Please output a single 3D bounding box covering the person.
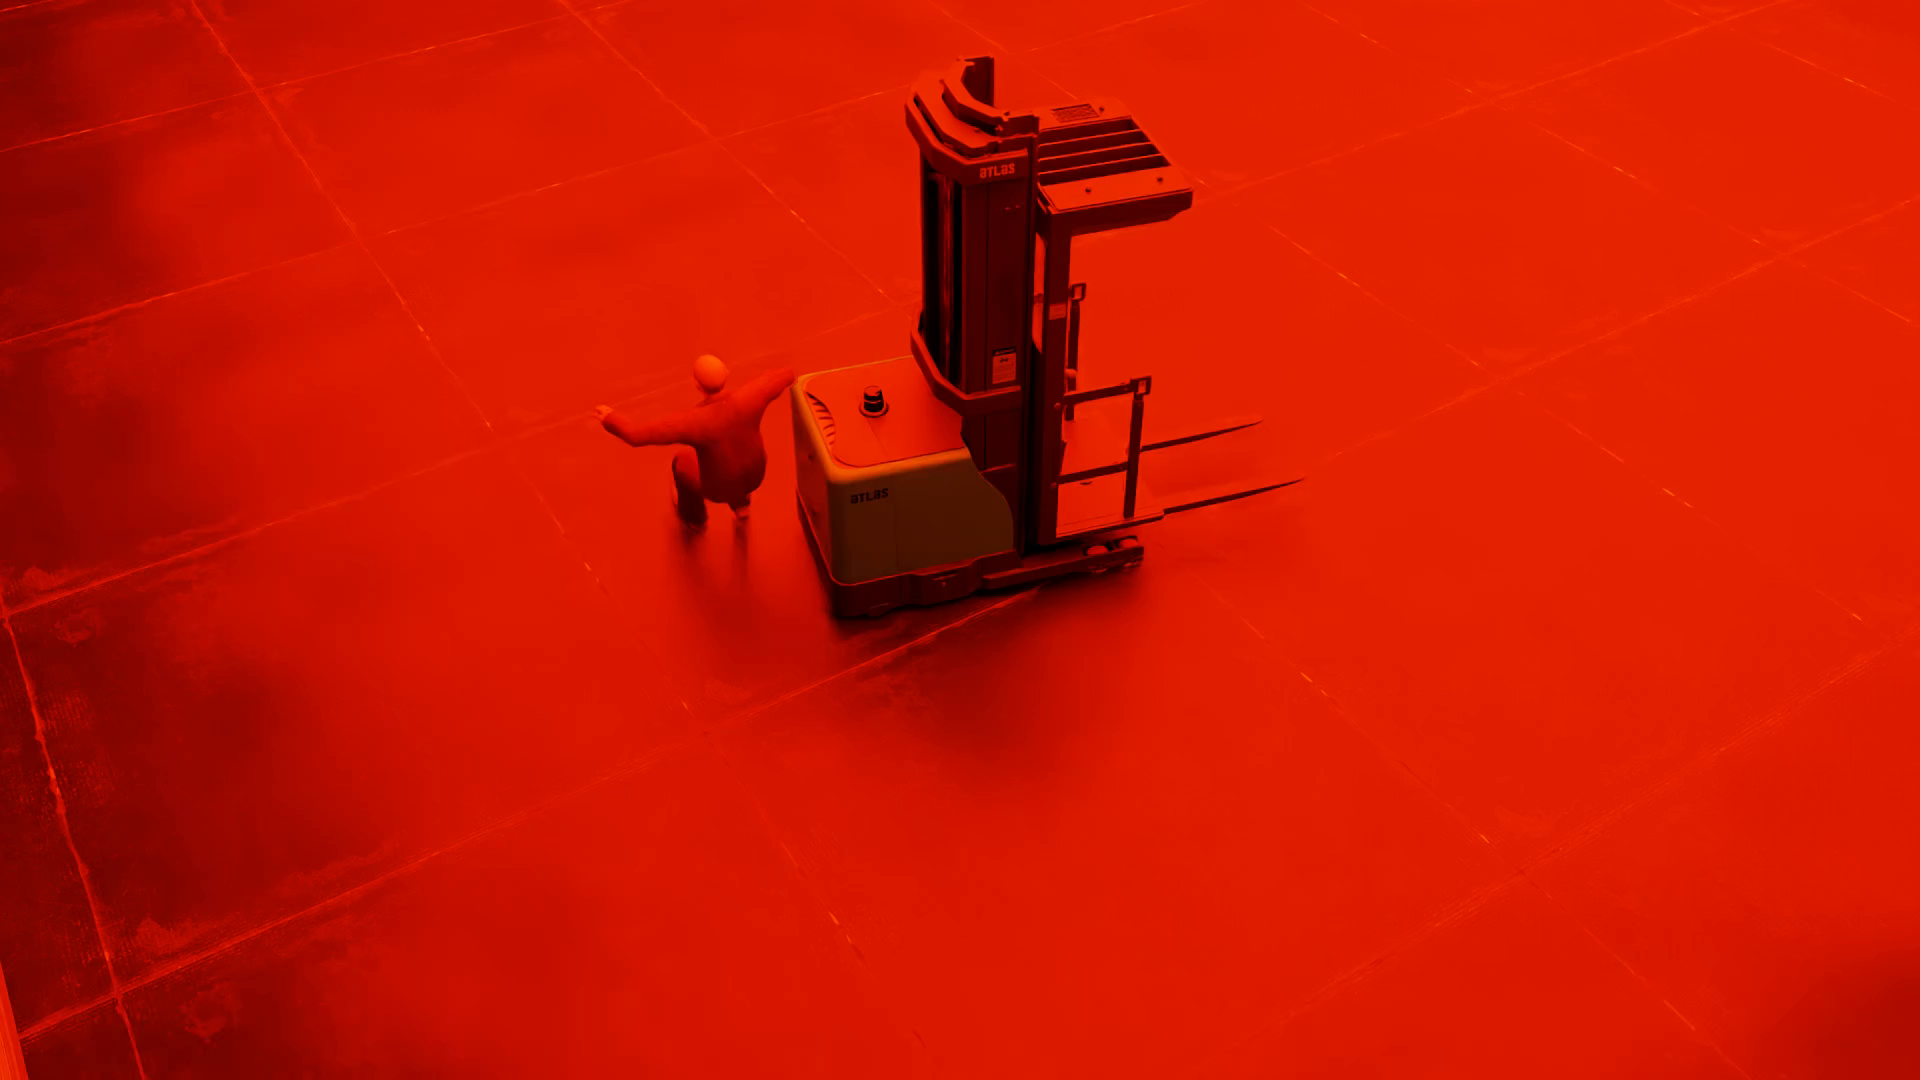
[{"bbox_3d":[-1.504,-0.562,9.613,1.053,1.505,0.927,-27,48,-28],"label":"person"}]

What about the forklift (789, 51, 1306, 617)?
[{"bbox_3d":[0.581,-1.228,9.276,3.031,2.935,1.130,-12,43,-13],"label":"forklift"}]
